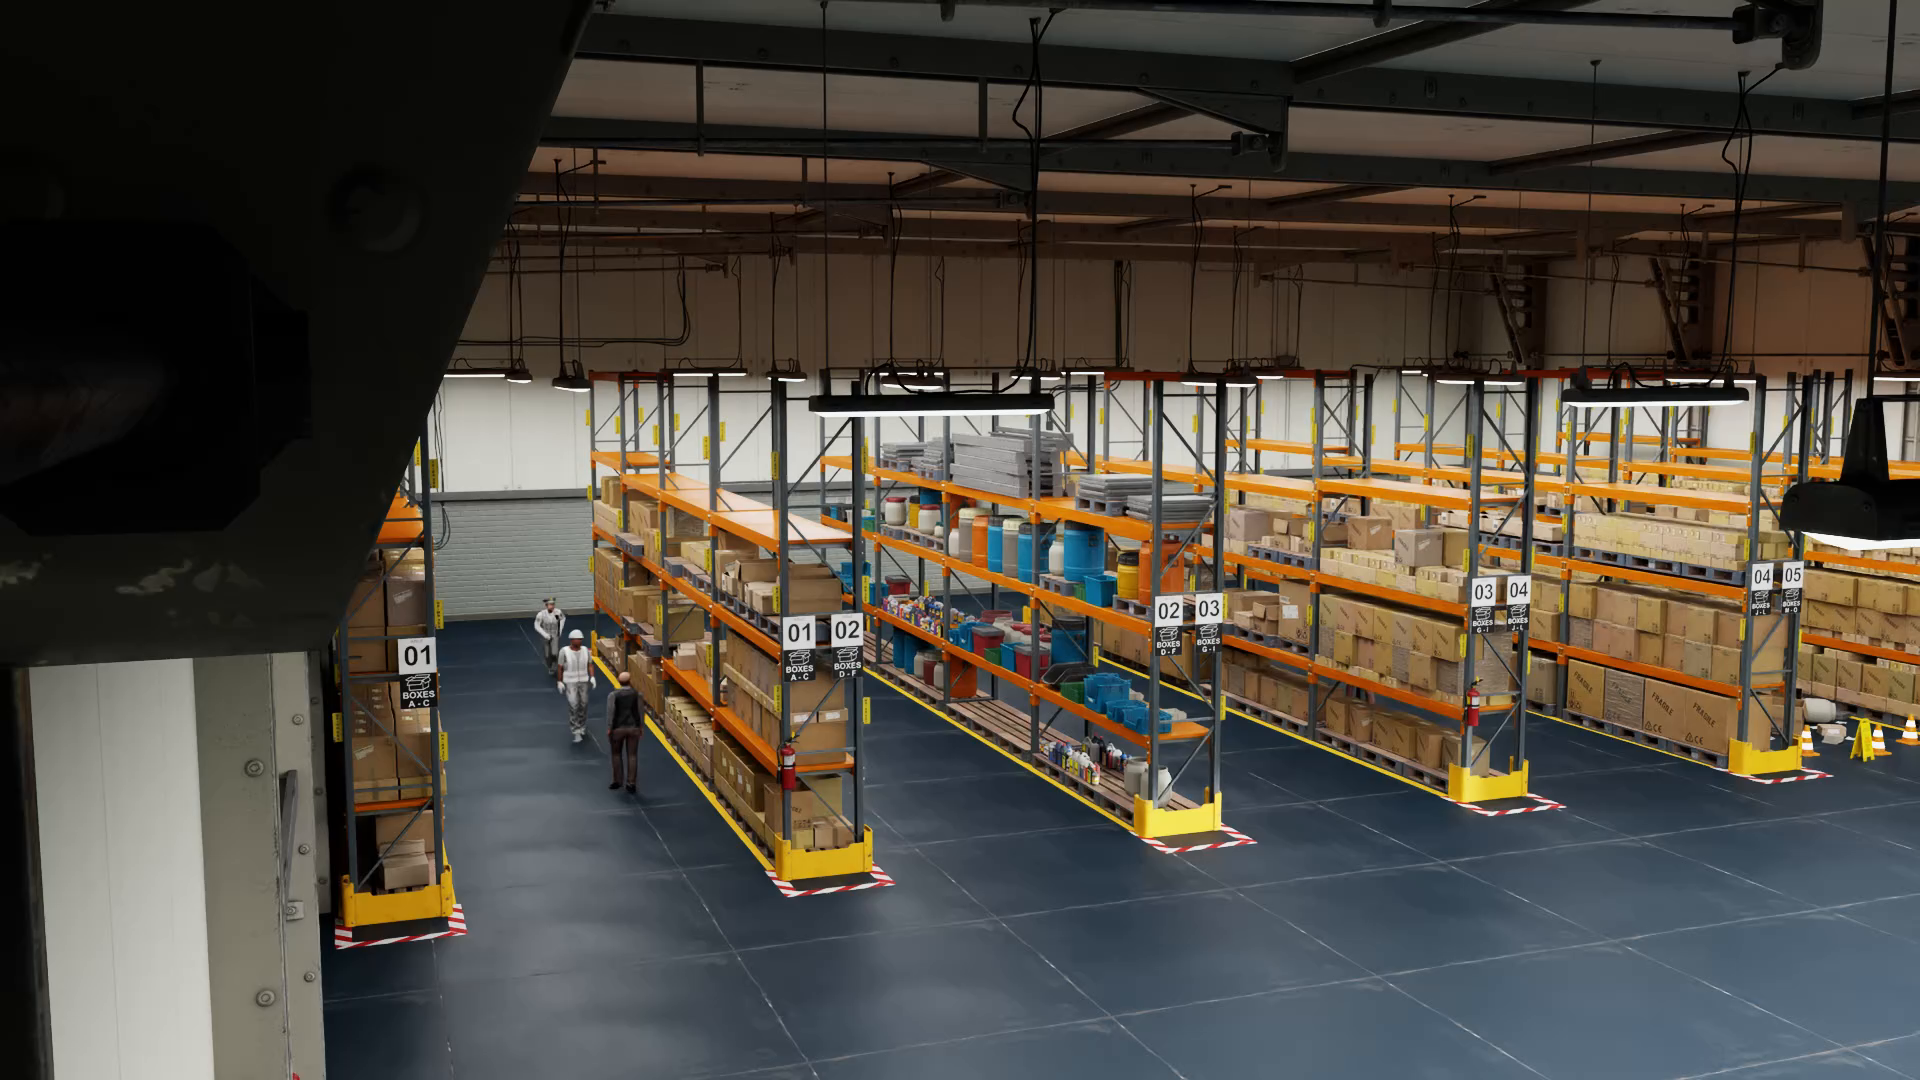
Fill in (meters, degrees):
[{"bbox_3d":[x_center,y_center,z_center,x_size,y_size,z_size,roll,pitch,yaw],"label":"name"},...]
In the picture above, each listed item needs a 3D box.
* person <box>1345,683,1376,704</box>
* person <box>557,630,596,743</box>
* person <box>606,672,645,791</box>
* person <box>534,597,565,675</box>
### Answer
[{"bbox_3d":[7.058,2.281,29.348,0.461,1.515,0.905,-1,6,-10],"label":"person"},{"bbox_3d":[-6.276,2.397,27.444,0.576,1.801,0.685,-4,8,-35],"label":"person"},{"bbox_3d":[-4.861,2.807,24.204,0.578,1.770,0.613,-3,7,-23],"label":"person"},{"bbox_3d":[-8.065,1.889,32.734,0.582,1.604,0.704,-1,6,-11],"label":"person"}]
